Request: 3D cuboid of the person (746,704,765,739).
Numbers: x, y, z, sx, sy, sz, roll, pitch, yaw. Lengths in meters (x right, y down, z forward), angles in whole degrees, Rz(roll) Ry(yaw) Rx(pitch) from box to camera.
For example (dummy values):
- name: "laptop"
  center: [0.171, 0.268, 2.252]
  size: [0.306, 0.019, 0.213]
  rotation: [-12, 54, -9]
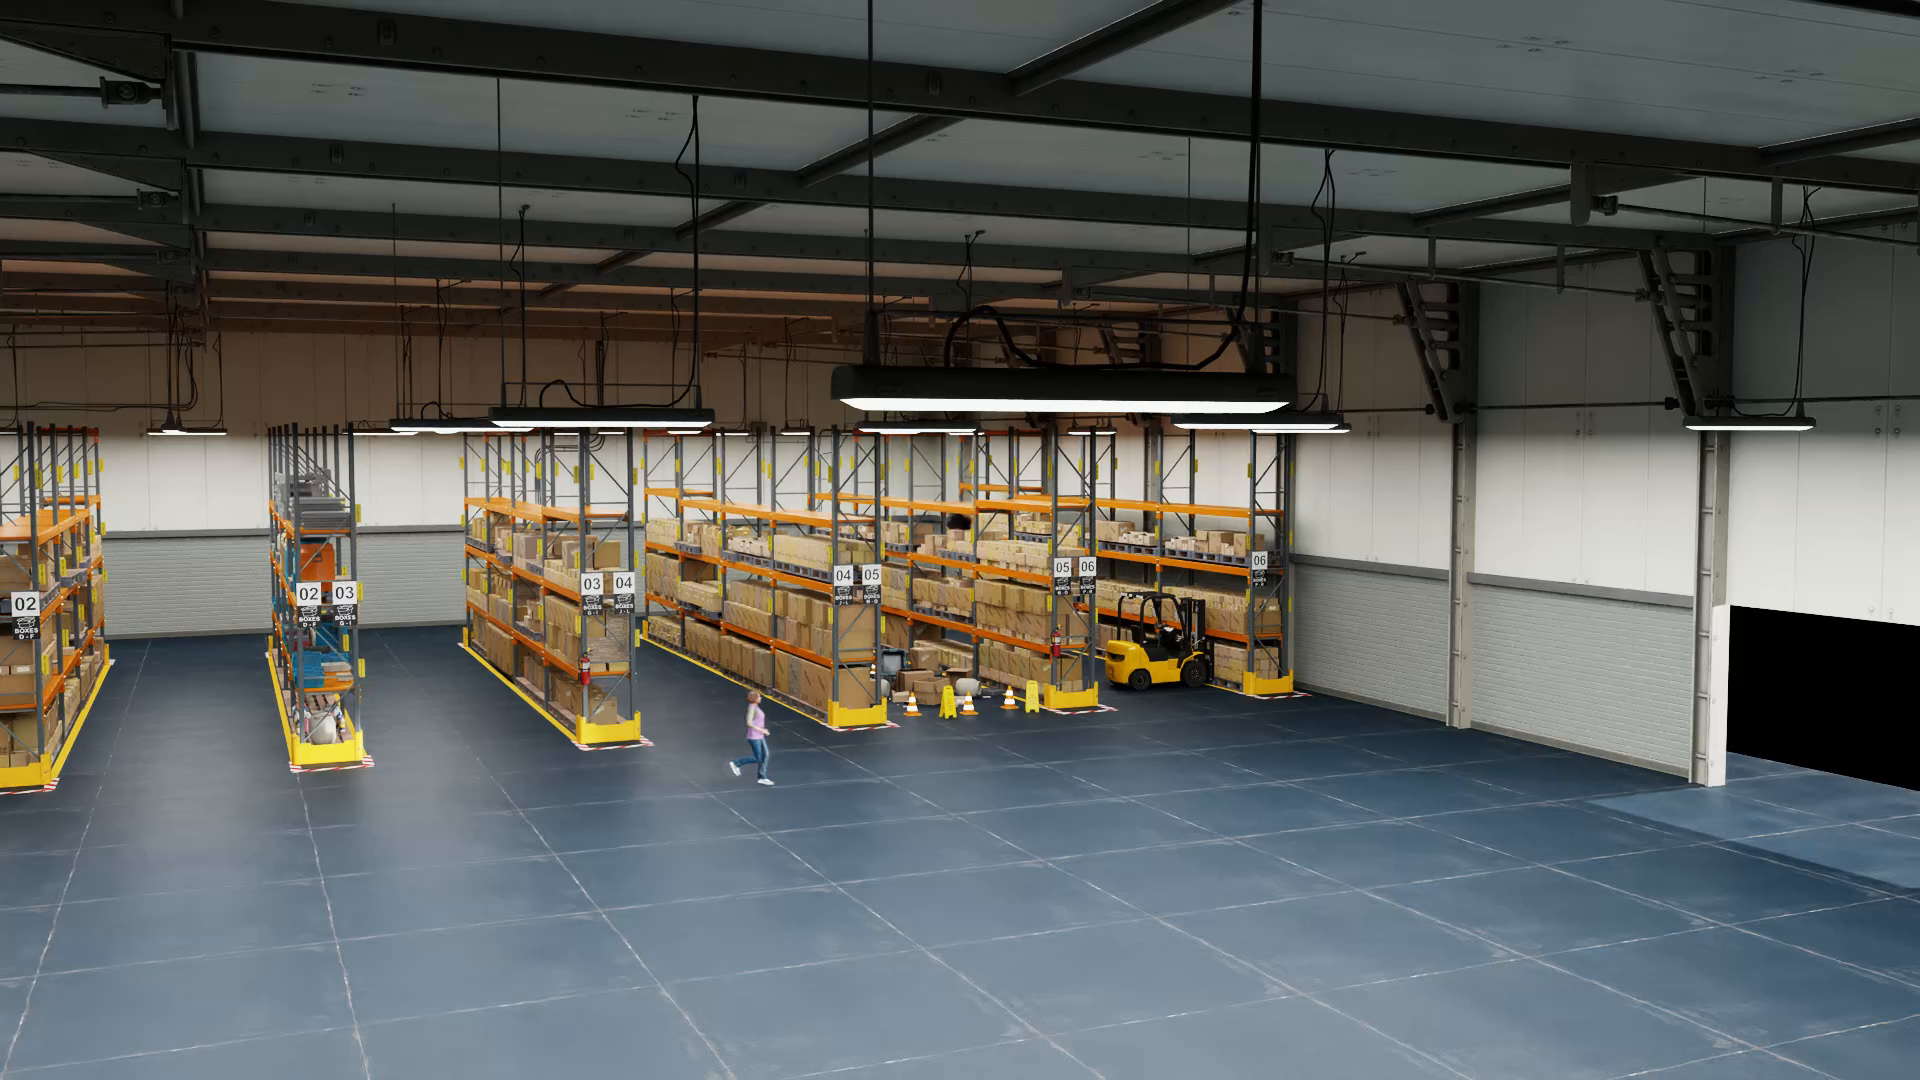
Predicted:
- name: "person"
  center: [-3.395, 2.988, 27.451]
  size: [0.335, 0.573, 0.545]
  rotation: [0, 3, 2]
